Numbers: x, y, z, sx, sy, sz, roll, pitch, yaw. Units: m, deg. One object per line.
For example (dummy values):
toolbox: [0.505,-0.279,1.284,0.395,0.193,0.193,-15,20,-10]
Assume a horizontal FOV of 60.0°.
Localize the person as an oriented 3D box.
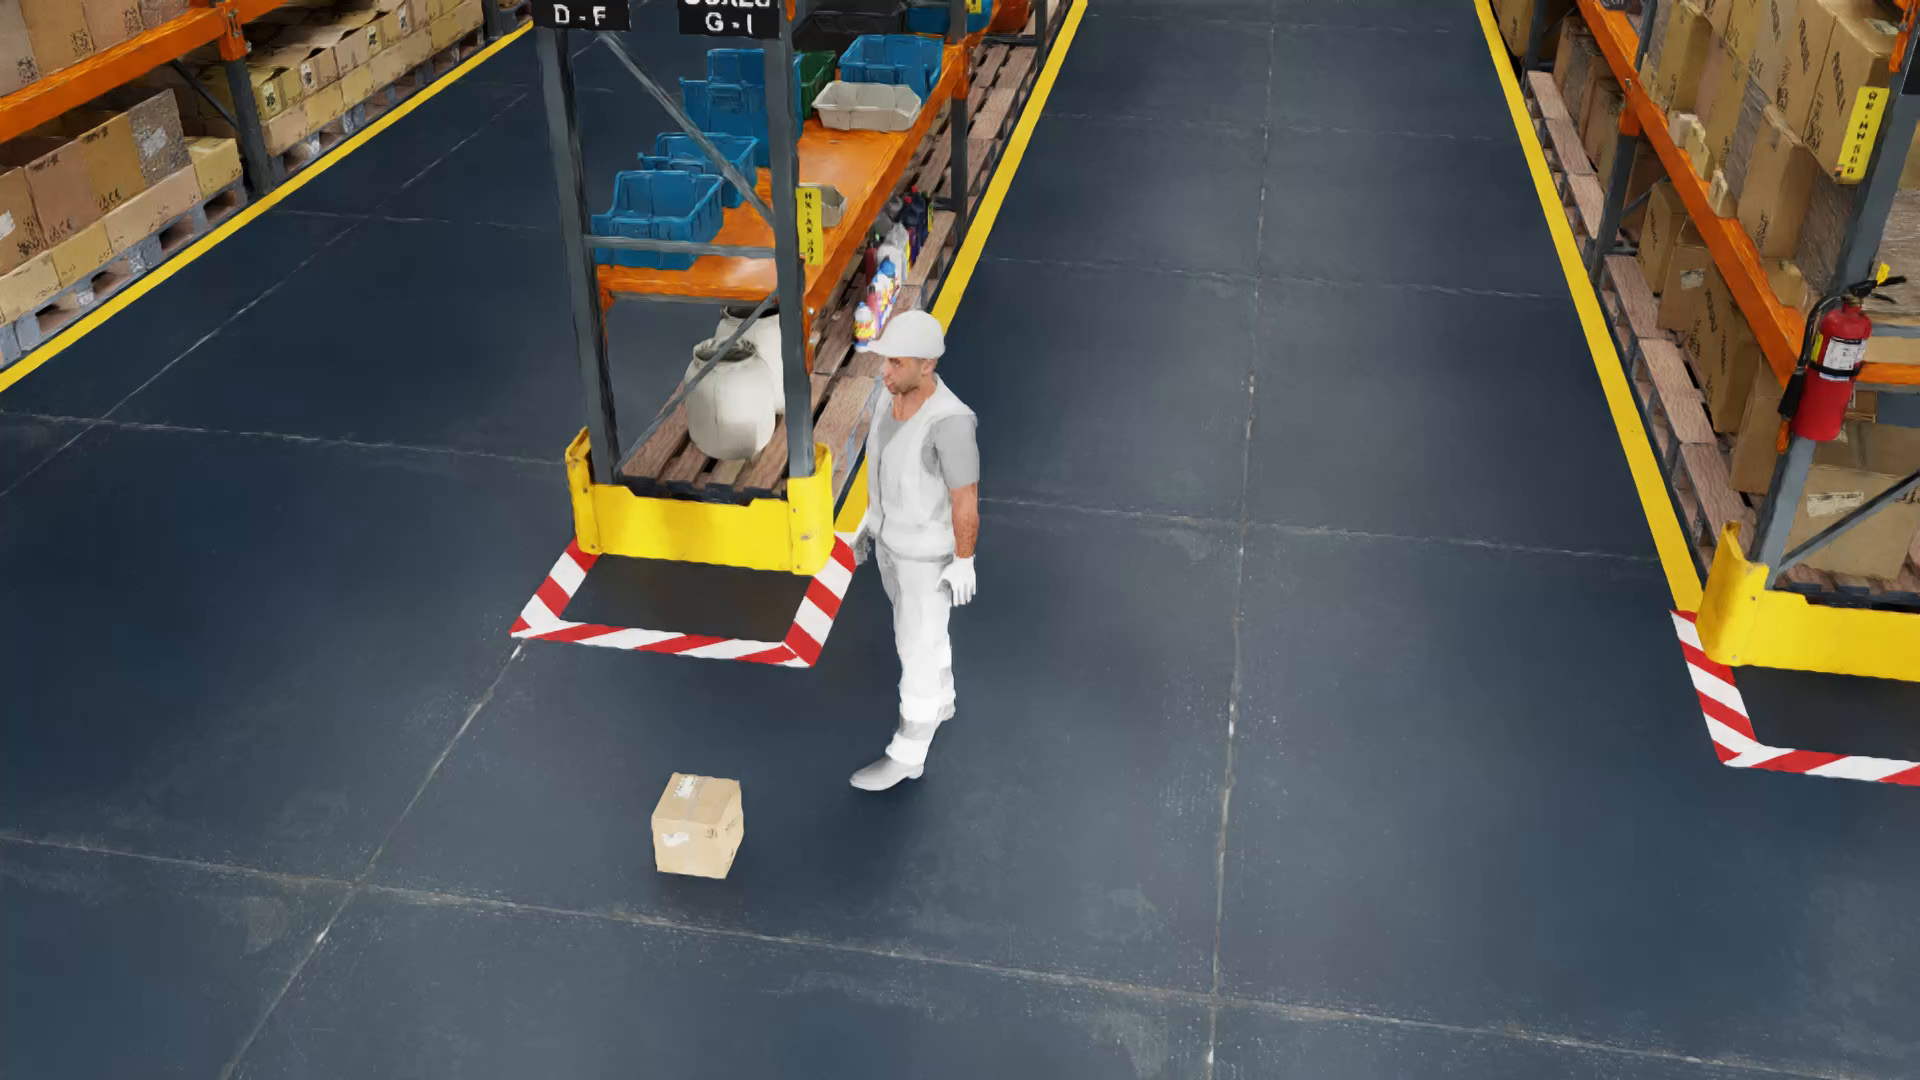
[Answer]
person: [-0.245,0.038,6.027,0.602,1.785,0.564,-20,37,-28]
